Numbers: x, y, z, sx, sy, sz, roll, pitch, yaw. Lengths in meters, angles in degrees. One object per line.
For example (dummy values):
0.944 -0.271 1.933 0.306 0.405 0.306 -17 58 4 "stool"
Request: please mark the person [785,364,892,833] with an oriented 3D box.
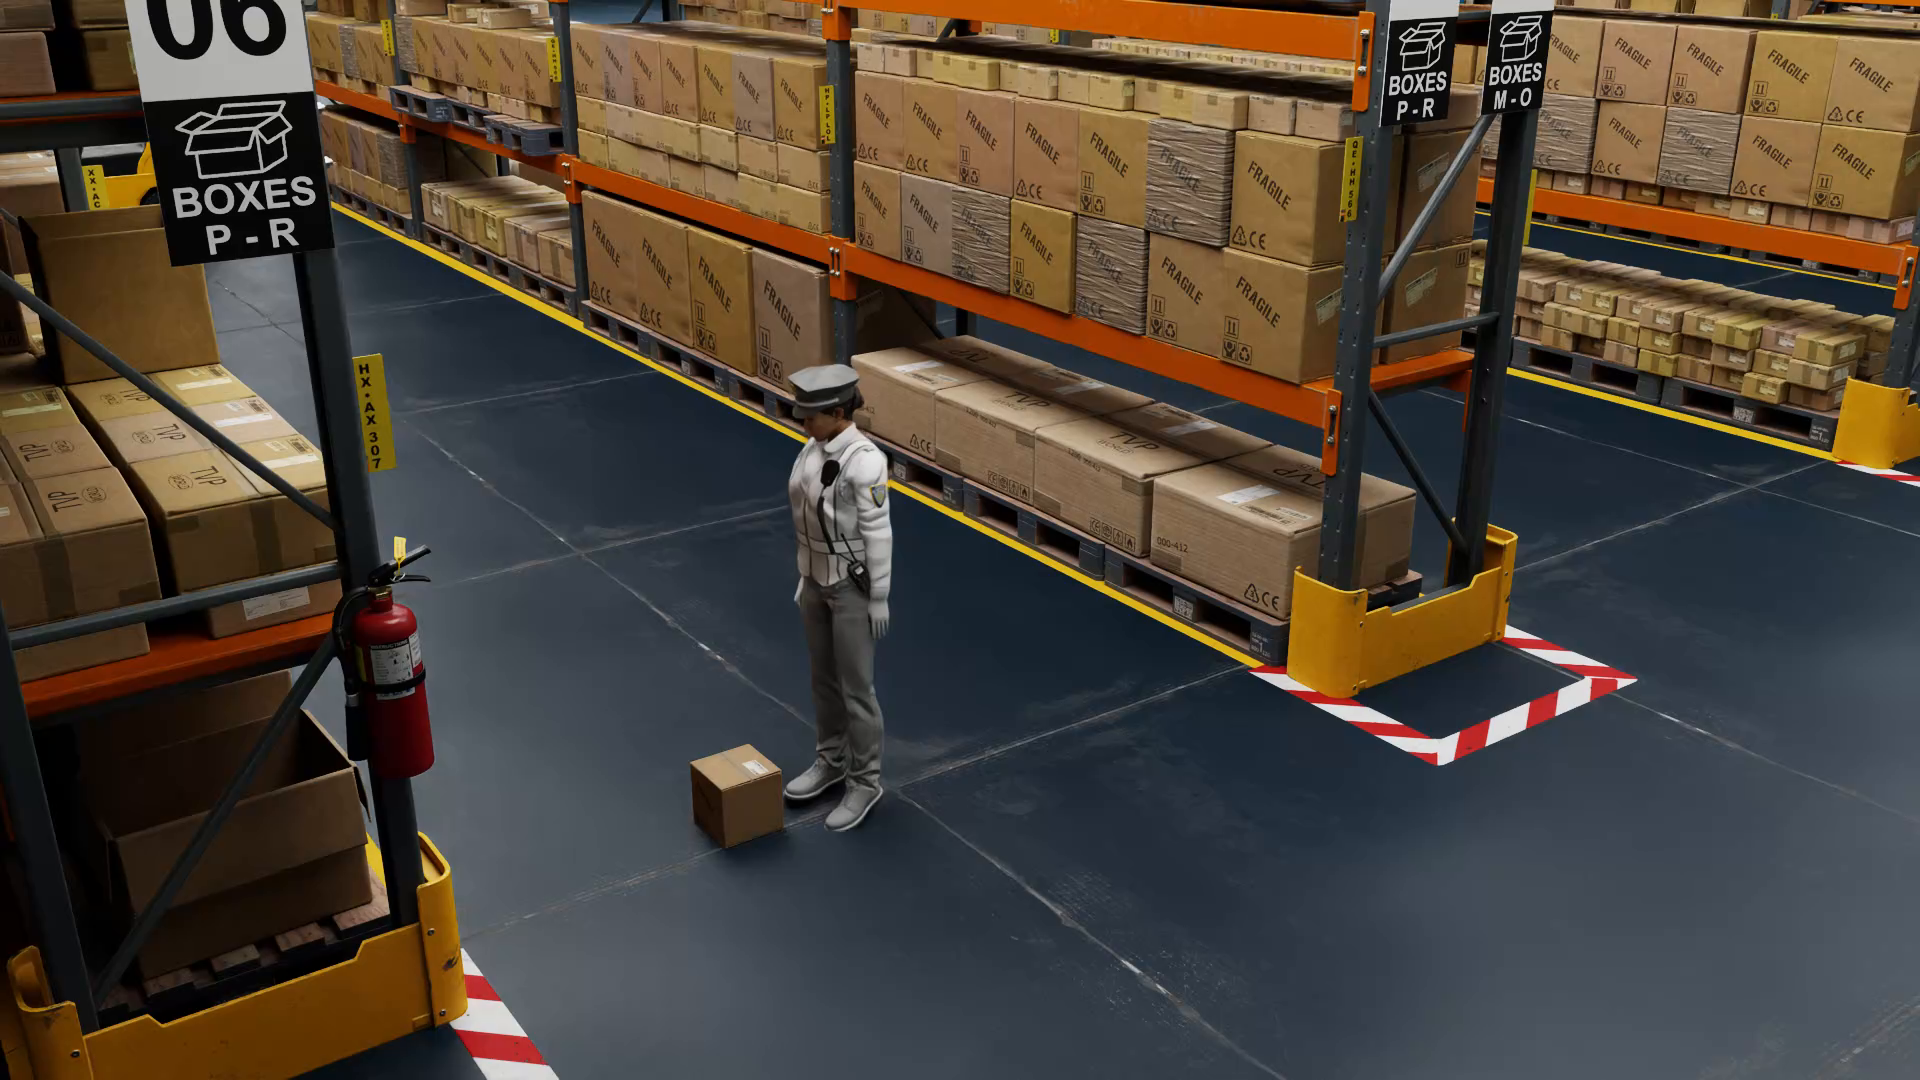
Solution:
-0.475 0.207 6.148 0.413 1.688 0.536 -14 26 -32 "person"
